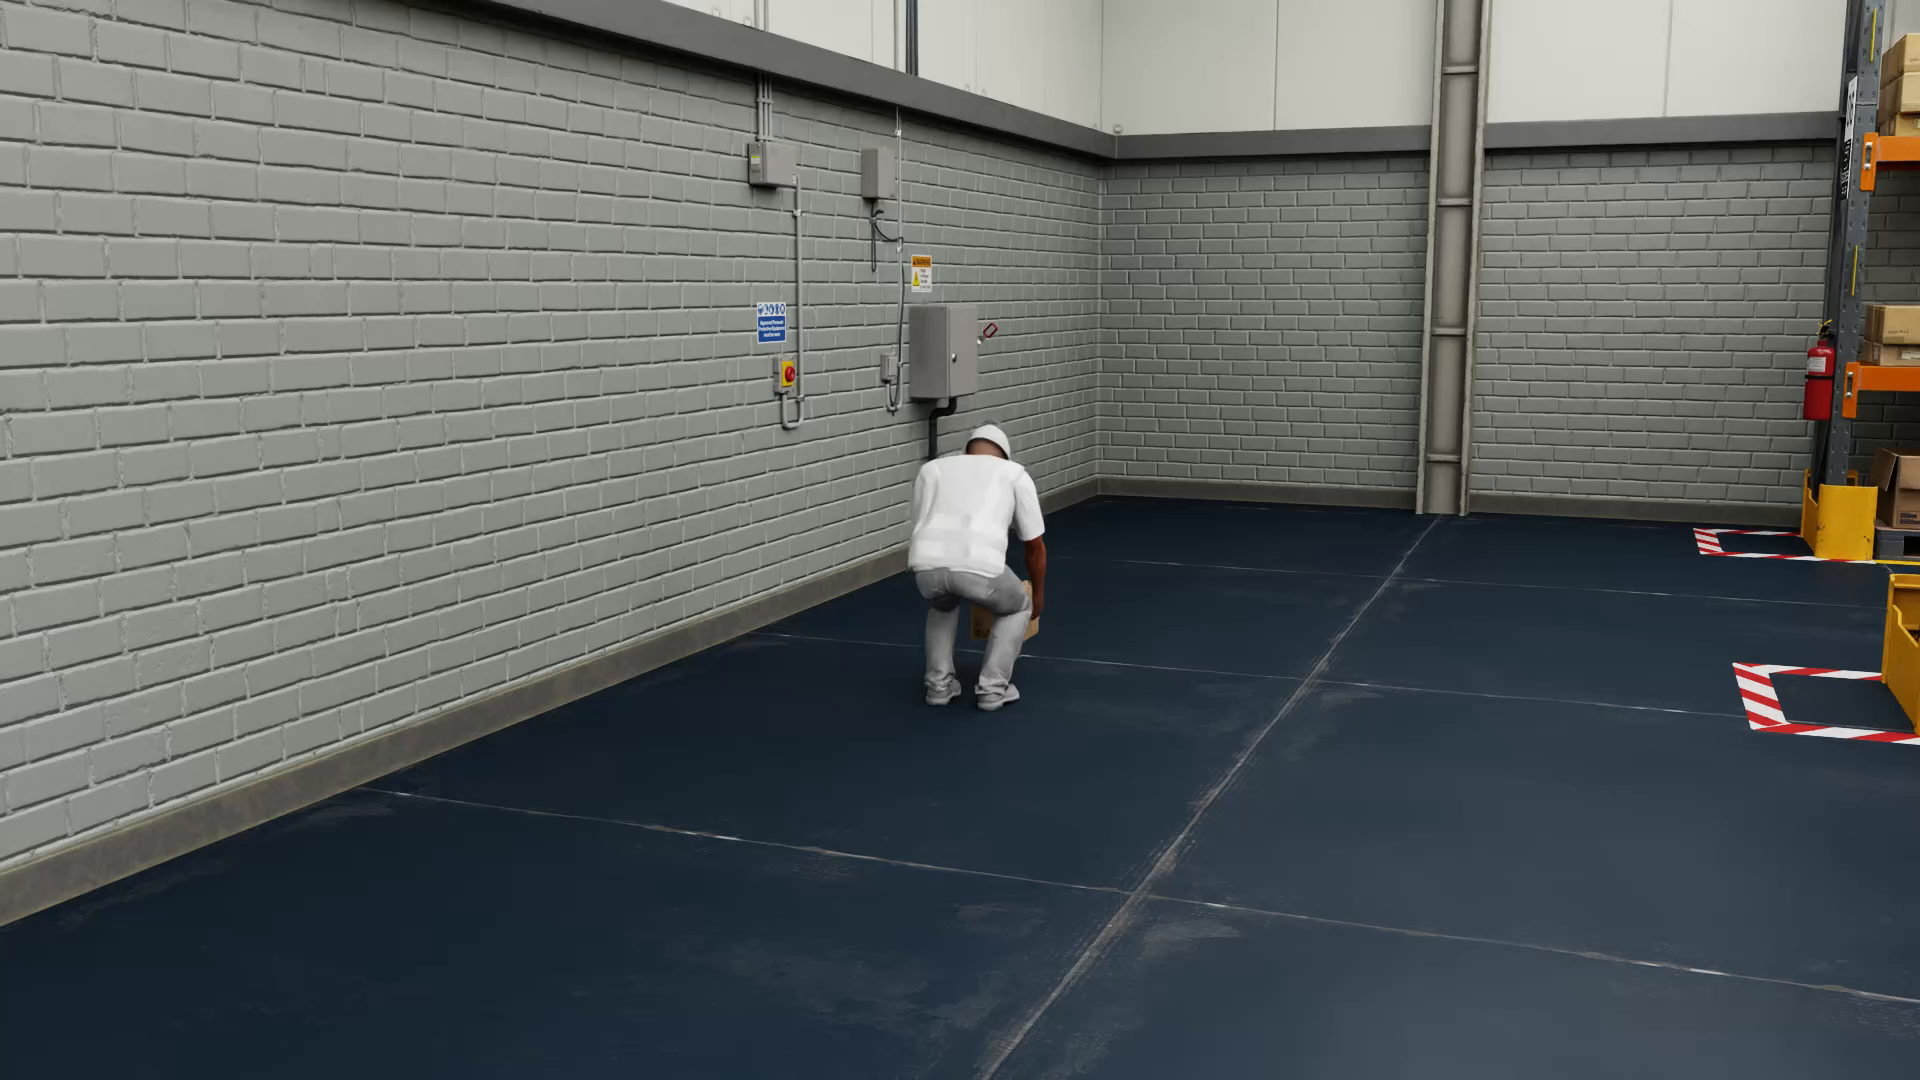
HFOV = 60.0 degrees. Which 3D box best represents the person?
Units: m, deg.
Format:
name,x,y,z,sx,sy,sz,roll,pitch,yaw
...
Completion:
name,x,y,z,sx,sy,sz,roll,pitch,yaw
person,0.031,0.109,7.422,0.620,1.207,0.839,3,9,21
